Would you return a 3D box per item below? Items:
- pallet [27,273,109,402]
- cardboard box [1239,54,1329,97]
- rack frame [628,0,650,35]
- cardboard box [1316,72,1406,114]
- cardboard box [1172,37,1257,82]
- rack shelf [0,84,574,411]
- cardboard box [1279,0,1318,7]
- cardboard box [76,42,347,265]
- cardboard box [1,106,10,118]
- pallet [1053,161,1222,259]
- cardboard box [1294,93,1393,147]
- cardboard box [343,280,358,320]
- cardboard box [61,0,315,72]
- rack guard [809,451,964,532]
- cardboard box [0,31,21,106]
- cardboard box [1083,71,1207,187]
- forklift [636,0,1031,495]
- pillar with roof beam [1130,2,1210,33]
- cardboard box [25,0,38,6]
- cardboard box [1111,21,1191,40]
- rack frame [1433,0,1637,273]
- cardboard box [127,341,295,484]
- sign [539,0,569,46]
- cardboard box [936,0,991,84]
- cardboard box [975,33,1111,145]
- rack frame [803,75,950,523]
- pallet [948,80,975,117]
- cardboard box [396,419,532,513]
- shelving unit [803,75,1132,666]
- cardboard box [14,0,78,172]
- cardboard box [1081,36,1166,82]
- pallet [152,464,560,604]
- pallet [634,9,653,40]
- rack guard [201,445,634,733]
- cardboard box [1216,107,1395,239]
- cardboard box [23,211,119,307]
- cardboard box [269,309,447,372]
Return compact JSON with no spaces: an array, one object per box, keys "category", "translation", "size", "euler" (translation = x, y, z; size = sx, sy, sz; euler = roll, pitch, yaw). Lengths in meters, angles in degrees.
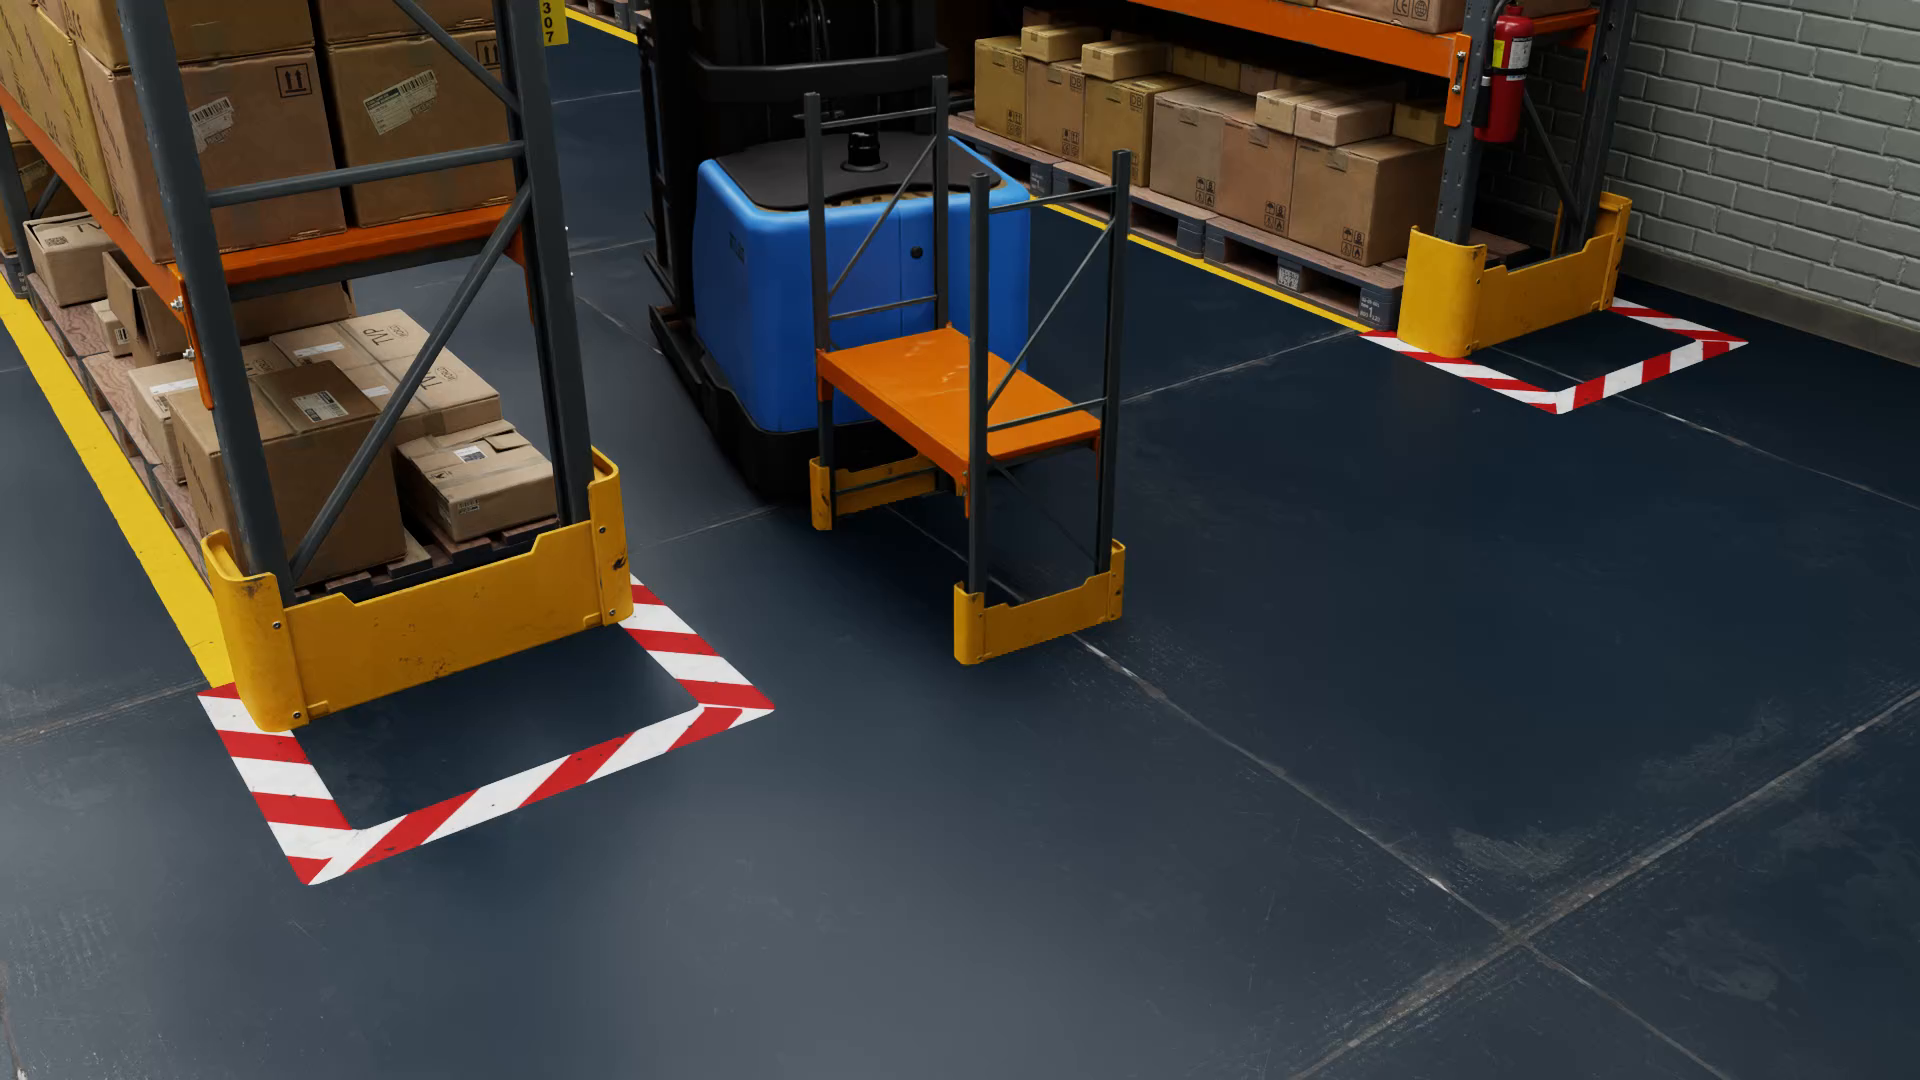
[{"category":"pallet","translation":[-3.474,-1.018,7.403],"size":[1.003,0.211,1.213],"euler":[-19,34,-31]},{"category":"cardboard box","translation":[1.642,-2.343,8.421],"size":[0.380,0.149,0.250],"euler":[-18,33,-30]},{"category":"rack frame","translation":[-2.159,-5.438,12.621],"size":[1.000,3.000,0.127],"euler":[-19,34,-31]},{"category":"cardboard box","translation":[1.935,-2.147,8.060],"size":[0.380,0.149,0.250],"euler":[-19,34,-31]},{"category":"cardboard box","translation":[1.346,-2.542,8.786],"size":[0.380,0.149,0.250],"euler":[-19,34,-31]},{"category":"rack shelf","translation":[-2.711,-1.417,5.970],"size":[1.077,0.370,4.000],"euler":[-19,34,-31]},{"category":"cardboard box","translation":[1.747,-2.935,7.698],"size":[0.980,0.700,0.700],"euler":[-19,34,-31]},{"category":"cardboard box","translation":[-2.033,-1.098,4.524],"size":[0.500,0.500,0.500],"euler":[-18,33,-29]},{"category":"cardboard box","translation":[-4.671,-1.912,8.286],"size":[0.500,0.500,0.500],"euler":[-19,34,-30]},{"category":"pallet","translation":[1.251,-1.866,8.965],"size":[1.003,0.211,1.213],"euler":[-19,34,-31]},{"category":"cardboard box","translation":[1.771,-1.943,7.685],"size":[0.380,0.149,0.250],"euler":[-19,34,-31]},{"category":"cardboard box","translation":[-2.875,-1.088,6.966],"size":[0.500,0.311,0.500],"euler":[-19,34,-31]},{"category":"cardboard box","translation":[-2.033,-1.536,4.282],"size":[0.500,0.500,0.500],"euler":[-19,34,-31]},{"category":"rack guard","translation":[-0.252,-0.221,5.895],"size":[0.587,0.250,0.087],"euler":[-16,32,-26]},{"category":"cardboard box","translation":[-3.210,-1.888,5.978],"size":[0.500,0.500,0.500],"euler":[-19,34,-31]},{"category":"cardboard box","translation":[1.096,-2.254,8.936],"size":[0.700,0.500,0.500],"euler":[-18,33,-30]},{"category":"forklift","translation":[-0.729,-2.133,6.606],"size":[1.130,2.935,3.031],"euler":[-10,30,-18]},{"category":"pillar with roof beam","translation":[-2.235,-5.295,6.071],"size":[9.100,9.000,0.400],"euler":[-19,34,-31]},{"category":"cardboard box","translation":[-2.632,-1.932,5.012],"size":[0.500,0.500,0.500],"euler":[-18,33,-29]},{"category":"cardboard box","translation":[1.050,-2.740,9.152],"size":[0.380,0.149,0.250],"euler":[-20,34,-32]},{"category":"rack frame","translation":[2.482,-2.328,6.894],"size":[1.000,3.000,0.127],"euler":[-19,34,-31]},{"category":"cardboard box","translation":[-2.594,-0.461,5.877],"size":[0.500,0.250,0.500],"euler":[-19,34,-31]},{"category":"sign","translation":[-1.109,-1.486,4.436],"size":[0.100,0.325,0.005],"euler":[-19,34,-31]},{"category":"cardboard box","translation":[-0.321,-3.340,10.569],"size":[0.750,0.750,0.750],"euler":[-18,33,-30]},{"category":"cardboard box","translation":[0.512,-2.650,9.666],"size":[0.700,0.500,0.500],"euler":[-18,33,-30]},{"category":"rack frame","translation":[-0.262,-0.778,5.612],"size":[0.500,1.500,0.032],"euler":[-16,32,-26]},{"category":"pallet","translation":[-0.347,-2.937,10.937],"size":[1.003,0.211,1.213],"euler":[-19,34,-31]},{"category":"cardboard box","translation":[-1.659,-0.259,5.591],"size":[0.380,0.166,0.250],"euler":[-19,34,-31]},{"category":"shelving unit","translation":[-0.002,-0.565,5.219],"size":[0.587,1.500,1.083],"euler":[-16,32,-26]},{"category":"cardboard box","translation":[-2.621,-1.494,5.254],"size":[0.500,0.500,0.500],"euler":[-18,34,-30]},{"category":"cardboard box","translation":[0.865,-2.549,8.800],"size":[0.380,0.149,0.250],"euler":[-20,34,-32]},{"category":"pallet","translation":[-2.058,-0.069,5.656],"size":[1.003,0.211,1.213],"euler":[-19,34,-31]},{"category":"pallet","translation":[-1.763,-3.886,12.683],"size":[1.003,0.211,1.213],"euler":[-19,34,-31]},{"category":"rack guard","translation":[-1.595,0.113,5.017],"size":[1.175,0.500,0.348],"euler":[-19,34,-31]},{"category":"cardboard box","translation":[1.704,-1.853,8.199],"size":[0.700,0.500,0.500],"euler":[-19,34,-31]},{"category":"cardboard box","translation":[-3.804,-1.299,7.356],"size":[0.500,0.311,0.500],"euler":[-19,34,-31]},{"category":"cardboard box","translation":[-2.216,-0.619,6.167],"size":[0.500,0.250,0.500],"euler":[-19,34,-31]}]
